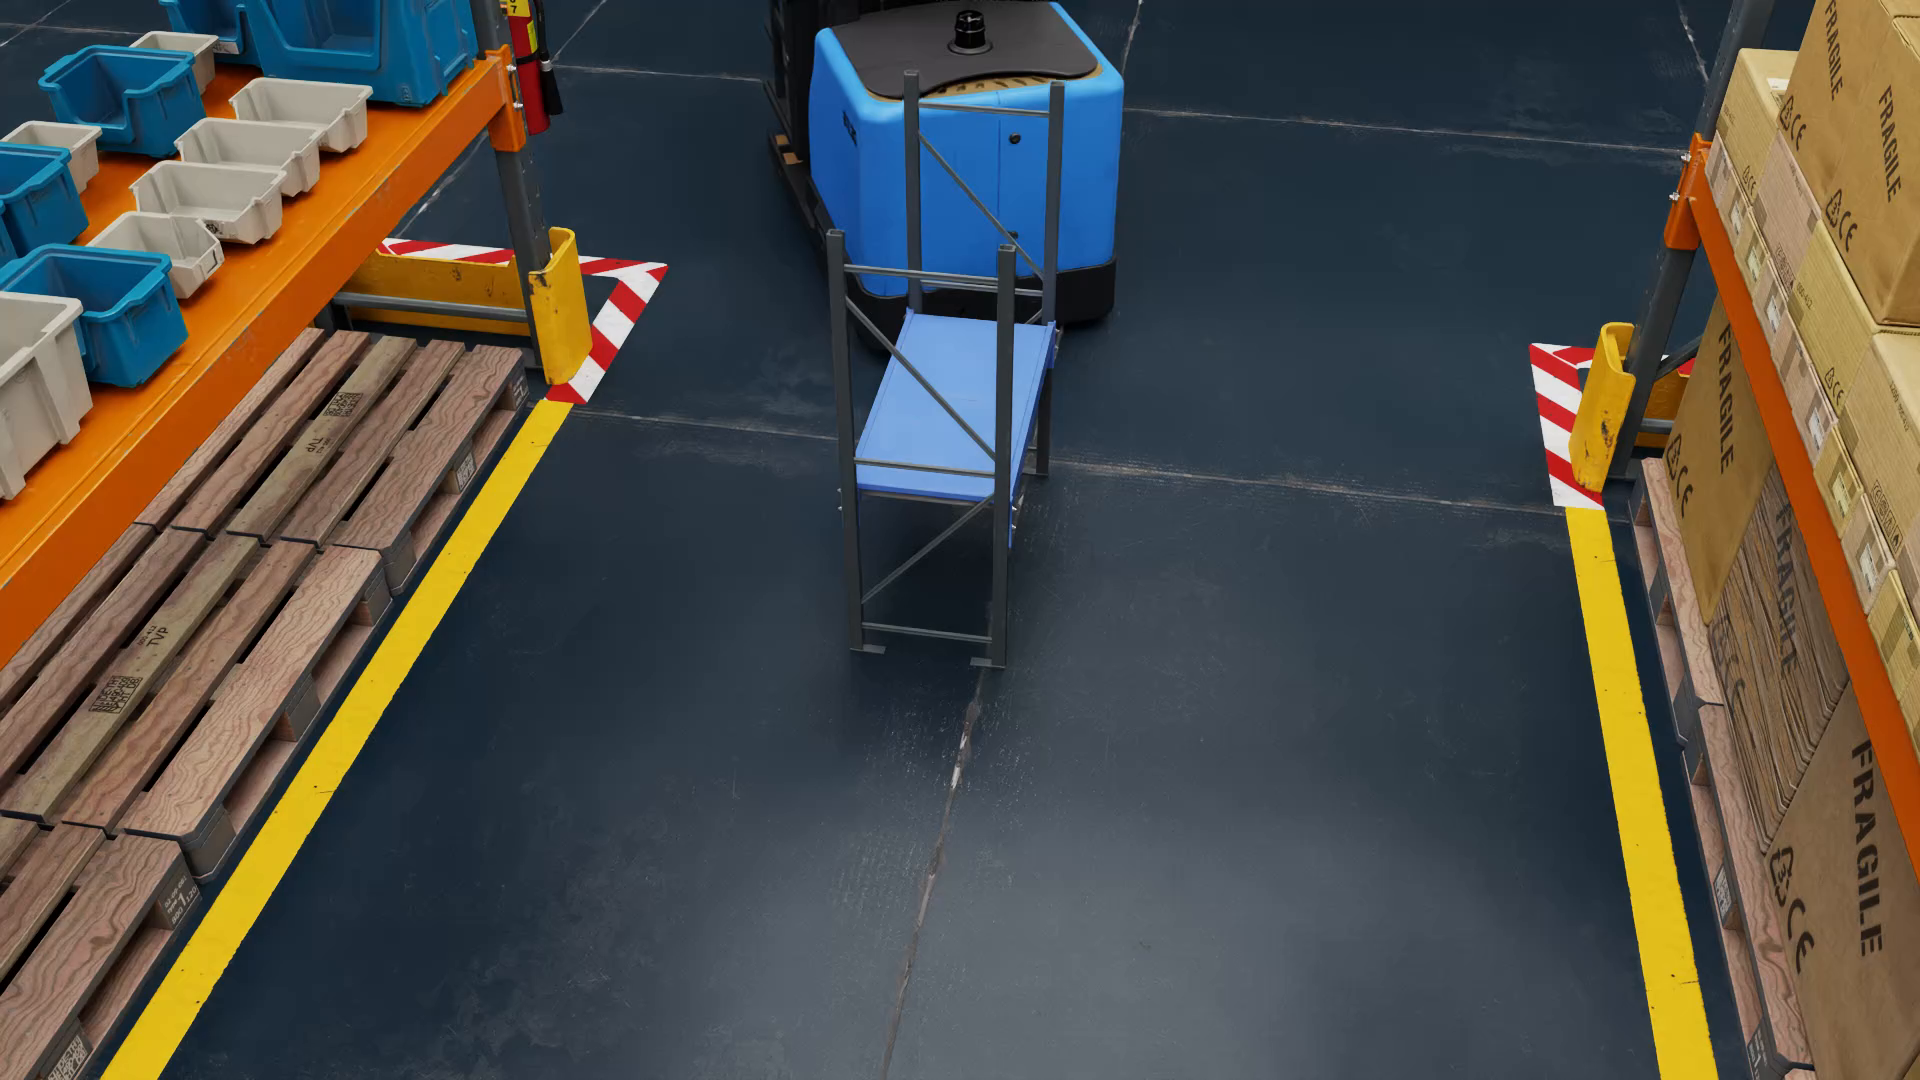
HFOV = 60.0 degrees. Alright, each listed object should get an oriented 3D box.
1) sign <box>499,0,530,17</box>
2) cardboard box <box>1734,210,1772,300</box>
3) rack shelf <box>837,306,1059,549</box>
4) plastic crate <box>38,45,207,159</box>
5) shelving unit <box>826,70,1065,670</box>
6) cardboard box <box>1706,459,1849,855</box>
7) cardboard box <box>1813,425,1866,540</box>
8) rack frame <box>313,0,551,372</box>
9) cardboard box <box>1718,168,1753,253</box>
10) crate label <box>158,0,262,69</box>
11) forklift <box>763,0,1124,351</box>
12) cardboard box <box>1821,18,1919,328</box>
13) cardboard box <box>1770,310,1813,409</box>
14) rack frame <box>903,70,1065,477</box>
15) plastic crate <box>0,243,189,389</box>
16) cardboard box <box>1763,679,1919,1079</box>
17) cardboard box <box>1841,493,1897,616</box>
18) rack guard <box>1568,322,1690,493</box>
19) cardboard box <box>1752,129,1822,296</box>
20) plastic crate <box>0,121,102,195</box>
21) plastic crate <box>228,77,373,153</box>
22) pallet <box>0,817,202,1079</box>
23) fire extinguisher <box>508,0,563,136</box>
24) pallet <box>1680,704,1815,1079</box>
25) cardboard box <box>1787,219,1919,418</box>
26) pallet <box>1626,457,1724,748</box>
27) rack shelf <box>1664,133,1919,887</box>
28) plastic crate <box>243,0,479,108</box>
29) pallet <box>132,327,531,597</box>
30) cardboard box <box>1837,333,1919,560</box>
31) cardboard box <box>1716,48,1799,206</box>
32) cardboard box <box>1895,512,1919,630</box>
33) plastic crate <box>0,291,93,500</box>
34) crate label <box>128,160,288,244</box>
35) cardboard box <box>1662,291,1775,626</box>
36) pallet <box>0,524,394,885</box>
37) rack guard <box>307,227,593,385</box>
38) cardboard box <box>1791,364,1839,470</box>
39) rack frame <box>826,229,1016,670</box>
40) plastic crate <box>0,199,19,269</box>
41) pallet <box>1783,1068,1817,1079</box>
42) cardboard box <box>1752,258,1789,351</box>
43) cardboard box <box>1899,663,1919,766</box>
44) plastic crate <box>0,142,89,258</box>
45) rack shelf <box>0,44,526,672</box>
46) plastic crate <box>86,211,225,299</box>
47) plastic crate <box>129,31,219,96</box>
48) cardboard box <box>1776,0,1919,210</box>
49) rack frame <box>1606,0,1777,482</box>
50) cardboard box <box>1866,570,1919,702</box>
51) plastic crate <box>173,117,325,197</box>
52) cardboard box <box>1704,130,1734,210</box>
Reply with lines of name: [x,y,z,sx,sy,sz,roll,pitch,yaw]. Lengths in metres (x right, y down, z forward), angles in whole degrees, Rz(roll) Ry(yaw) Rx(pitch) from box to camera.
sign: [-1.520,-1.921,5.591,0.100,0.325,0.005,6,40,8]
cardboard box: [2.340,-0.757,4.509,0.380,0.149,0.250,6,40,7]
rack shelf: [-0.015,-0.386,5.322,0.538,0.185,1.000,6,40,8]
plastic crate: [-2.546,-1.335,5.095,0.416,0.233,0.300,6,40,8]
shelving unit: [-0.015,-0.524,5.207,0.538,1.500,1.048,6,40,8]
cardboard box: [2.624,0.276,4.400,0.875,0.875,0.875,6,40,8]
cardboard box: [2.162,-0.114,3.731,0.380,0.149,0.250,5,40,7]
rack frame: [-2.065,-1.909,5.704,1.000,3.000,0.127,6,40,8]
cardboard box: [2.384,-0.918,4.703,0.380,0.149,0.250,6,40,7]
crate label: [-2.432,-1.748,5.595,0.416,0.233,0.303,6,40,8]
forklift: [-0.274,-2.820,6.861,1.130,2.935,3.031,-11,41,-12]
cardboard box: [2.294,-0.797,3.656,0.500,0.500,0.500,5,40,6]
cardboard box: [2.251,-0.434,4.118,0.380,0.149,0.250,6,40,7]
rack frame: [0.073,-0.844,5.593,0.500,1.500,0.032,6,40,8]
plastic crate: [-2.167,-0.550,4.145,0.416,0.233,0.300,6,40,8]
cardboard box: [2.470,0.835,3.724,0.875,0.875,0.875,6,40,8]
cardboard box: [2.119,0.051,3.531,0.380,0.149,0.250,7,40,8]
rack guard: [2.818,-0.414,5.859,1.175,0.500,0.348,6,40,8]
cardboard box: [2.381,-0.821,4.273,0.500,0.250,0.500,6,40,7]
plastic crate: [-2.686,-1.093,4.878,0.250,0.136,0.298,6,40,8]
plastic crate: [-2.027,-1.298,5.126,0.396,0.136,0.243,6,40,8]
pallet: [-2.668,1.211,4.120,1.003,0.211,1.213,6,40,8]
fire extinguisher: [-1.591,-1.780,5.902,0.296,0.674,0.183,6,40,8]
pallet: [2.539,0.986,4.392,1.003,0.211,1.213,6,40,8]
cardboard box: [2.291,-0.506,3.892,0.500,0.250,0.500,5,40,6]
pallet: [2.752,0.223,5.315,1.003,0.211,1.213,6,40,8]
rack shelf: [2.468,0.170,3.755,1.077,0.370,4.000,6,40,8]
plastic crate: [-1.939,-1.715,5.395,0.616,0.435,0.499,6,40,8]
pallet: [-2.246,-0.321,5.972,1.003,0.211,1.213,6,40,8]
cardboard box: [2.206,-0.178,3.495,0.500,0.250,0.500,6,40,7]
cardboard box: [2.465,-1.148,4.668,0.500,0.250,0.500,5,40,6]
cardboard box: [2.115,0.140,3.111,0.500,0.250,0.500,7,40,9]
plastic crate: [-2.311,-0.314,3.821,0.437,0.282,0.530,6,40,8]
crate label: [-2.116,-0.941,4.693,0.396,0.136,0.243,6,40,8]
cardboard box: [2.782,-0.295,5.091,0.875,0.875,0.875,6,40,8]
pallet: [-2.459,0.443,5.049,1.003,0.211,1.213,6,40,8]
rack guard: [-2.073,-0.962,6.521,1.175,0.500,0.348,6,40,8]
cardboard box: [2.207,-0.272,3.922,0.380,0.149,0.250,6,40,7]
rack frame: [-0.103,-0.205,4.821,0.500,1.500,0.032,6,40,8]
plastic crate: [-2.711,-0.734,4.368,0.416,0.233,0.300,6,40,8]
pallet: [2.330,1.754,3.463,1.003,0.211,1.213,6,40,8]
cardboard box: [2.296,-0.593,4.311,0.380,0.149,0.250,6,40,7]
cardboard box: [2.029,0.371,3.144,0.380,0.149,0.250,7,40,9]
plastic crate: [-2.659,-0.922,4.596,0.416,0.233,0.300,6,40,8]
rack shelf: [-2.411,-0.376,4.415,1.077,0.370,4.000,6,40,8]
plastic crate: [-2.149,-0.753,4.466,0.298,0.136,0.250,6,40,8]
plastic crate: [-2.569,-1.519,5.393,0.250,0.136,0.298,6,40,8]
cardboard box: [2.378,-1.123,4.050,0.500,0.500,0.500,5,40,7]
rack frame: [2.814,-1.362,5.044,1.000,3.000,0.127,6,40,8]
cardboard box: [2.074,0.211,3.338,0.380,0.149,0.250,6,40,7]
plastic crate: [-2.092,-1.118,4.908,0.396,0.136,0.243,6,40,8]
cardboard box: [2.427,-1.079,4.898,0.380,0.149,0.250,7,40,8]
